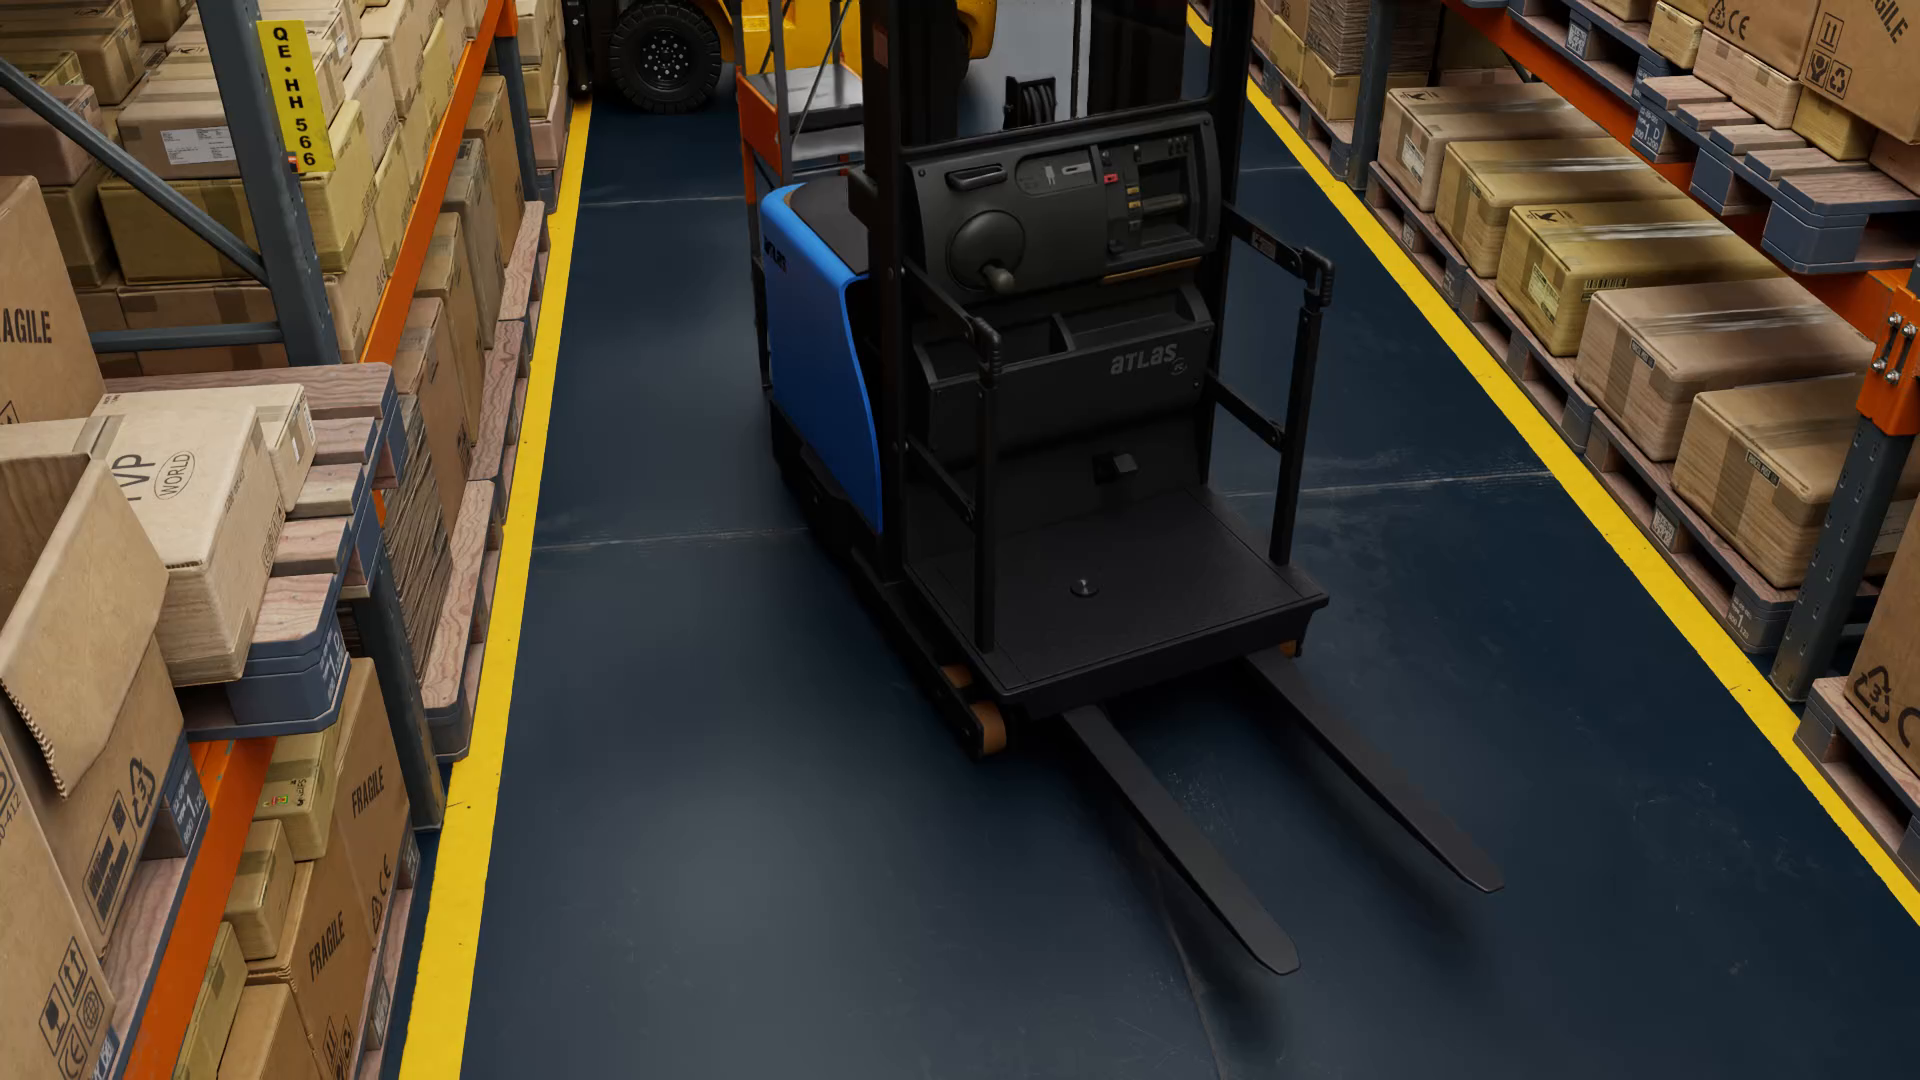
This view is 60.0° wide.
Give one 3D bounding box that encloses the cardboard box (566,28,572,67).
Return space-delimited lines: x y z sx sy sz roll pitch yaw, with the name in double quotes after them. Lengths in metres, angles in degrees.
-2.422 -2.852 9.340 0.500 0.250 0.500 -3 34 -5 "cardboard box"

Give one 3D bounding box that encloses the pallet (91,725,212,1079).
-1.664 0.729 2.187 1.003 0.211 1.213 -4 35 -6 "pallet"

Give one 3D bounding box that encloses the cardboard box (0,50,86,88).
-2.320 -1.048 3.960 0.380 0.149 0.250 -4 34 -5 "cardboard box"

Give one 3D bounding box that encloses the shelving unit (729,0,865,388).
-0.518 -1.410 5.946 0.431 2.100 0.503 -13 35 -19 "shelving unit"

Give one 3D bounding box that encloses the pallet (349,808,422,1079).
-1.867 1.137 3.894 1.003 0.211 1.213 -4 35 -6 "pallet"

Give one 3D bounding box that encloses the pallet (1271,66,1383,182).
2.325 -2.265 8.886 1.003 0.211 1.213 -4 35 -6 "pallet"

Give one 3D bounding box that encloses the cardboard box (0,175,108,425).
-2.016 -0.351 3.139 0.500 0.500 0.500 -3 34 -4 "cardboard box"

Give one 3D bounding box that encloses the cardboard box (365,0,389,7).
-1.865 -1.664 4.863 0.380 0.149 0.250 -4 34 -5 "cardboard box"

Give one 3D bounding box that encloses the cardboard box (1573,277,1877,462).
2.815 -0.628 5.968 0.950 0.372 0.625 -5 35 -7 "cardboard box"

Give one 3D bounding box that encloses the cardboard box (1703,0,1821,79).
2.571 -1.671 4.813 0.500 0.500 0.500 -5 35 -7 "cardboard box"

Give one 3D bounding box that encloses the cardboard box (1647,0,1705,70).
2.448 -1.623 5.318 0.380 0.149 0.250 -4 34 -6 "cardboard box"

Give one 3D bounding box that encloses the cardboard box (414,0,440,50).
-1.960 -1.702 5.273 0.500 0.250 0.500 -4 34 -6 "cardboard box"

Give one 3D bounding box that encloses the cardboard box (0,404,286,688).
-1.468 0.018 2.821 0.500 0.250 0.500 -6 35 -9 "cardboard box"

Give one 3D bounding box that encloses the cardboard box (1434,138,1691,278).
2.623 -1.439 7.159 0.950 0.372 0.625 -2 34 -3 "cardboard box"

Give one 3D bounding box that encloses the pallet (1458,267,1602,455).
2.723 -0.776 6.701 1.003 0.211 1.213 -4 35 -6 "pallet"

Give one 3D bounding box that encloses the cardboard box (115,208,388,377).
-1.748 -0.639 4.157 0.500 0.250 0.500 -4 35 -6 "cardboard box"

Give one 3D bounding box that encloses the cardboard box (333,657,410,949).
-1.660 0.644 3.988 0.500 0.500 0.500 -3 34 -5 "cardboard box"

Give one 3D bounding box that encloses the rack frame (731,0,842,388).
-0.614 -1.533 6.134 0.400 2.100 0.015 -13 35 -19 "rack frame"

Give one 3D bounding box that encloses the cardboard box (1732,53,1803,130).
2.525 -1.329 4.887 0.380 0.149 0.250 -5 35 -7 "cardboard box"

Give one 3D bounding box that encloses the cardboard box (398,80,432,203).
-1.887 -1.207 4.991 0.500 0.250 0.500 -5 35 -8 "cardboard box"

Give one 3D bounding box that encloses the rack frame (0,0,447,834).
-1.930 -0.435 3.725 1.000 3.000 0.127 -4 35 -6 "rack frame"

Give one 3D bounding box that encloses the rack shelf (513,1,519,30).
-2.737 -3.486 8.840 1.077 0.370 4.000 -4 35 -6 "rack shelf"

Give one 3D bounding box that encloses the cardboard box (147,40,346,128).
-1.718 -1.093 4.026 0.380 0.149 0.250 -4 34 -5 "cardboard box"

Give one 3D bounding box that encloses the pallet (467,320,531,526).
-2.163 -0.424 6.185 1.003 0.211 1.213 -4 35 -6 "pallet"

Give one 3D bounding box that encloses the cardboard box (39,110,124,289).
-2.266 -0.809 3.963 0.500 0.250 0.500 -4 34 -5 "cardboard box"

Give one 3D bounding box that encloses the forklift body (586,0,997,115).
-0.943 -3.628 9.164 2.313 2.155 1.214 -4 35 -6 "forklift body"

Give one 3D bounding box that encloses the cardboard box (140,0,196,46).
-2.401 -1.374 4.792 0.500 0.250 0.500 -5 35 -7 "cardboard box"

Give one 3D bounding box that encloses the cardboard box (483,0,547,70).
-2.222 -2.411 7.805 0.500 0.250 0.500 -5 35 -7 "cardboard box"

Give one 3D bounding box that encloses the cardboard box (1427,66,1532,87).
2.638 -2.432 8.724 0.500 0.250 0.500 -6 35 -9 "cardboard box"

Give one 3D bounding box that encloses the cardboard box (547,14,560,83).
-2.297 -2.485 8.358 0.500 0.250 0.500 -5 35 -7 "cardboard box"

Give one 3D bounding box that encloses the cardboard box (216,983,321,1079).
-1.530 1.216 3.149 0.500 0.500 0.500 -3 34 -4 "cardboard box"

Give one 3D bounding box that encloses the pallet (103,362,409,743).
-1.770 0.017 3.231 1.213 0.211 1.003 -4 35 -6 "pallet"

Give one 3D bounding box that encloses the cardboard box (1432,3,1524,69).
2.638 -2.742 8.513 0.500 0.500 0.500 -3 34 -4 "cardboard box"

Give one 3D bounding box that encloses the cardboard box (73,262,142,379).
-2.244 -0.604 4.106 0.500 0.250 0.500 -5 35 -7 "cardboard box"

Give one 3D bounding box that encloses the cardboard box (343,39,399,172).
-1.814 -1.125 4.427 0.500 0.250 0.500 -3 34 -5 "cardboard box"

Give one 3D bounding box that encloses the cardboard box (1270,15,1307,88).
2.022 -2.688 9.100 0.500 0.250 0.500 -5 35 -8 "cardboard box"

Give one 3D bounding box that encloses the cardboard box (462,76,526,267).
-2.387 -1.569 7.124 0.875 0.625 0.625 -3 34 -4 "cardboard box"

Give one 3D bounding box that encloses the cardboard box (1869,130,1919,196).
2.711 -1.048 4.474 0.380 0.149 0.250 -3 34 -5 "cardboard box"

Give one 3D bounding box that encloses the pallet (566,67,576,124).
-2.701 -2.644 9.442 1.003 0.211 1.213 -4 35 -6 "pallet"

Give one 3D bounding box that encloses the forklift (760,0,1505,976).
0.400 -0.865 4.417 1.130 2.935 3.031 -15 37 -21 "forklift"

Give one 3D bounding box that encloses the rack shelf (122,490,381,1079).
-1.661 0.978 2.289 1.077 0.370 4.000 -4 35 -6 "rack shelf"

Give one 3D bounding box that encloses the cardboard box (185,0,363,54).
-1.826 -1.380 4.446 0.380 0.149 0.250 -4 34 -6 "cardboard box"

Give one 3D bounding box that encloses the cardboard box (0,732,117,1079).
-1.411 0.569 1.790 0.700 0.500 0.500 -5 35 -7 "cardboard box"

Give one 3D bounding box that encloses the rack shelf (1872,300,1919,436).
3.257 0.600 2.844 1.077 0.370 4.000 -4 35 -6 "rack shelf"

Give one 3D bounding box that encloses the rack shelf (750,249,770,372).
-0.512 -0.813 6.336 0.431 0.518 0.480 -13 35 -19 "rack shelf"

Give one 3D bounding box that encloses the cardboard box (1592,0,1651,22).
2.424 -1.906 5.734 0.380 0.149 0.250 -5 35 -8 "cardboard box"

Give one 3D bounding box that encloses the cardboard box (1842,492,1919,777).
2.998 0.283 4.185 0.875 0.875 0.875 -5 35 -7 "cardboard box"

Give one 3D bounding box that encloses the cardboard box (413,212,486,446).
-2.187 -0.716 5.873 0.875 0.625 0.625 -6 35 -8 "cardboard box"

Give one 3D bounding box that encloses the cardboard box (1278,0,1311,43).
2.034 -2.986 8.870 0.500 0.500 0.500 -4 34 -6 "cardboard box"

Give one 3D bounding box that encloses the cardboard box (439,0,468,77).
-2.032 -1.784 5.838 0.500 0.250 0.500 -4 34 -6 "cardboard box"

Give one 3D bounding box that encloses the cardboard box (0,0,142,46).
-2.397 -1.329 4.372 0.380 0.149 0.250 -5 35 -7 "cardboard box"

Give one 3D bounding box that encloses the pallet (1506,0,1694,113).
2.681 -1.835 5.950 1.003 0.211 1.213 -4 35 -6 "pallet"

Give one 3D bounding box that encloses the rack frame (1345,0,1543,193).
2.450 -3.045 7.555 1.000 3.000 0.127 -4 35 -6 "rack frame"

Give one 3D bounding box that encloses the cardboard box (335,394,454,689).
-2.001 0.024 4.787 0.875 0.625 0.625 -3 34 -5 "cardboard box"

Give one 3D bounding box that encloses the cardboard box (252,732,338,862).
-1.545 0.563 3.531 0.380 0.149 0.250 -6 35 -9 "cardboard box"

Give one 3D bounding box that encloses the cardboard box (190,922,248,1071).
-1.563 0.864 3.089 0.380 0.149 0.250 -3 34 -5 "cardboard box"

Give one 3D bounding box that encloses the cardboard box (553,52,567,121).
-2.289 -2.282 8.503 0.500 0.250 0.500 -5 35 -7 "cardboard box"

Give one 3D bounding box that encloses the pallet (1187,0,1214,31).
1.996 -3.626 10.884 1.003 0.211 1.213 -4 35 -6 "pallet"
